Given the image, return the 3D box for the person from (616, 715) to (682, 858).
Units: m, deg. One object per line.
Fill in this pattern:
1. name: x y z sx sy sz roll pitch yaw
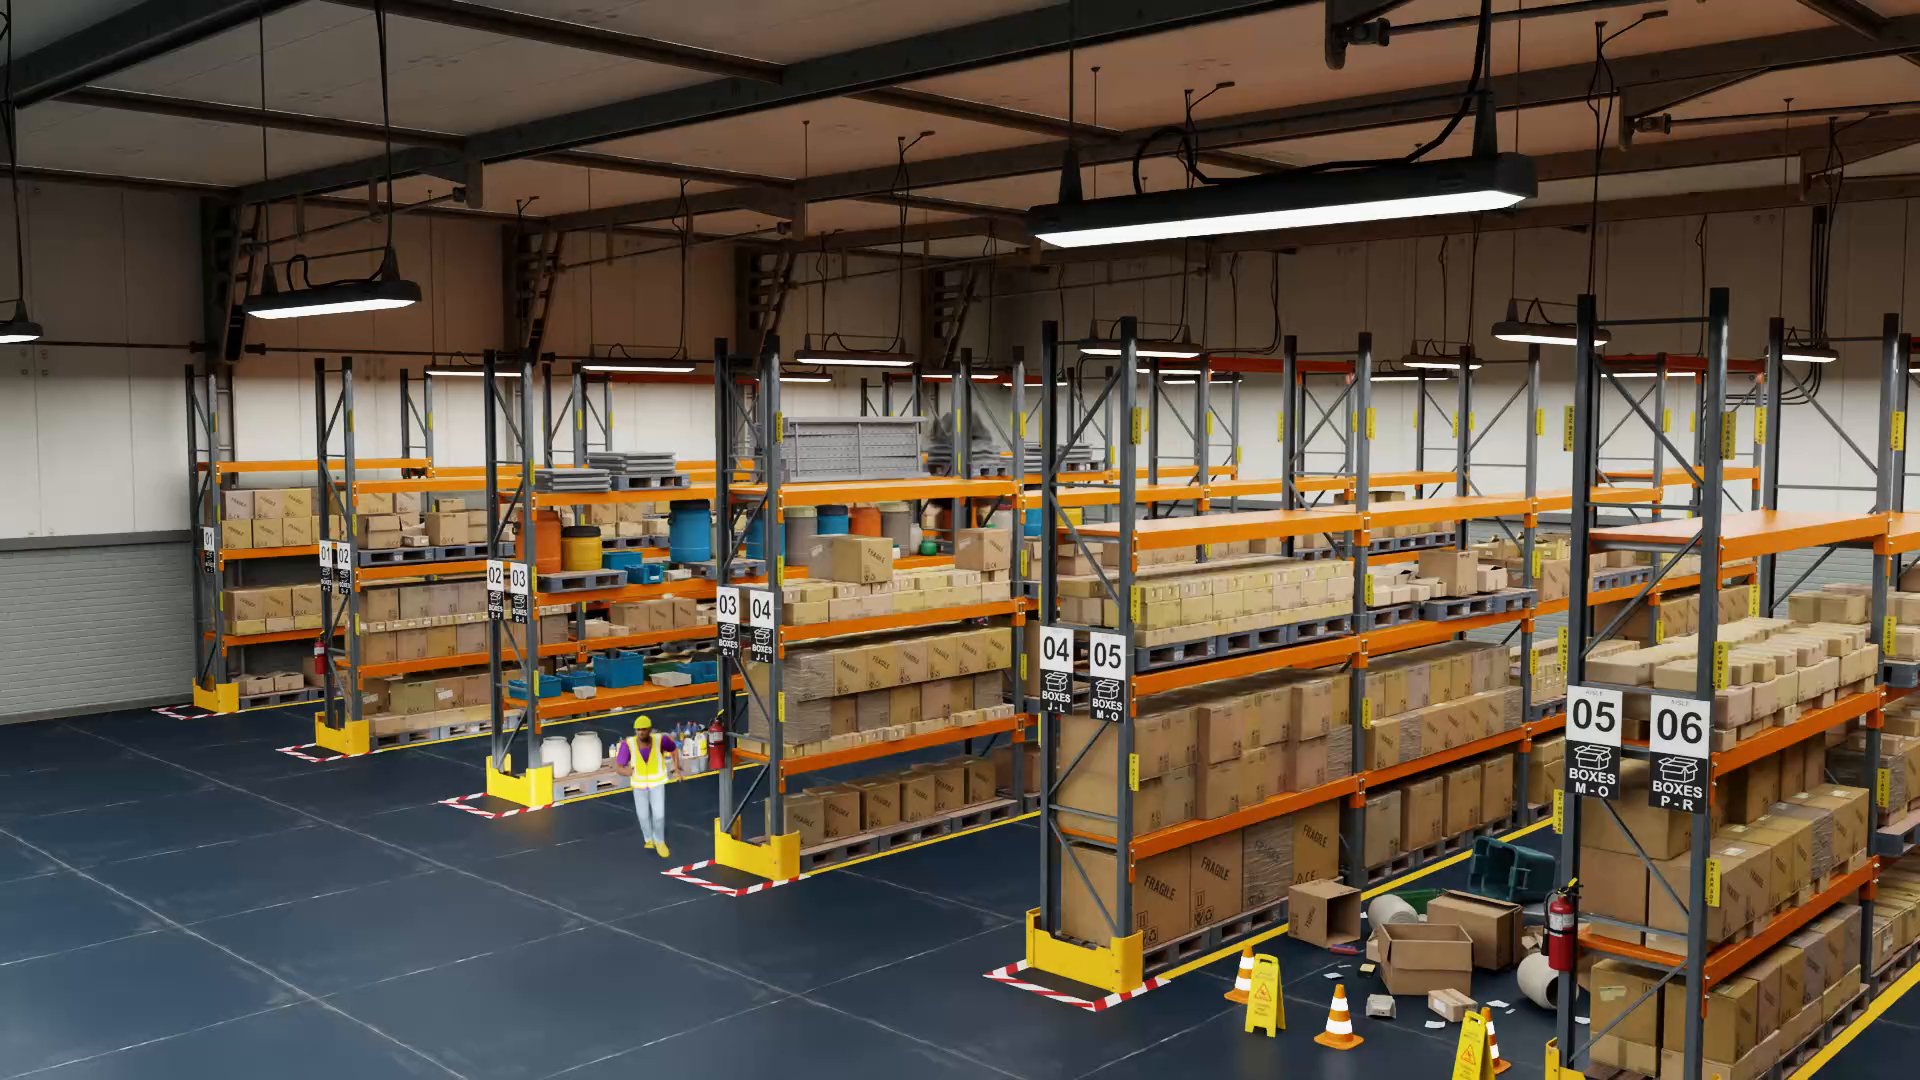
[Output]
1. person: -3.601 2.844 19.270 0.717 1.686 0.964 0 4 -3

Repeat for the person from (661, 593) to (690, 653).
1. person: -5.668 1.825 33.066 0.738 1.691 0.989 2 5 27
